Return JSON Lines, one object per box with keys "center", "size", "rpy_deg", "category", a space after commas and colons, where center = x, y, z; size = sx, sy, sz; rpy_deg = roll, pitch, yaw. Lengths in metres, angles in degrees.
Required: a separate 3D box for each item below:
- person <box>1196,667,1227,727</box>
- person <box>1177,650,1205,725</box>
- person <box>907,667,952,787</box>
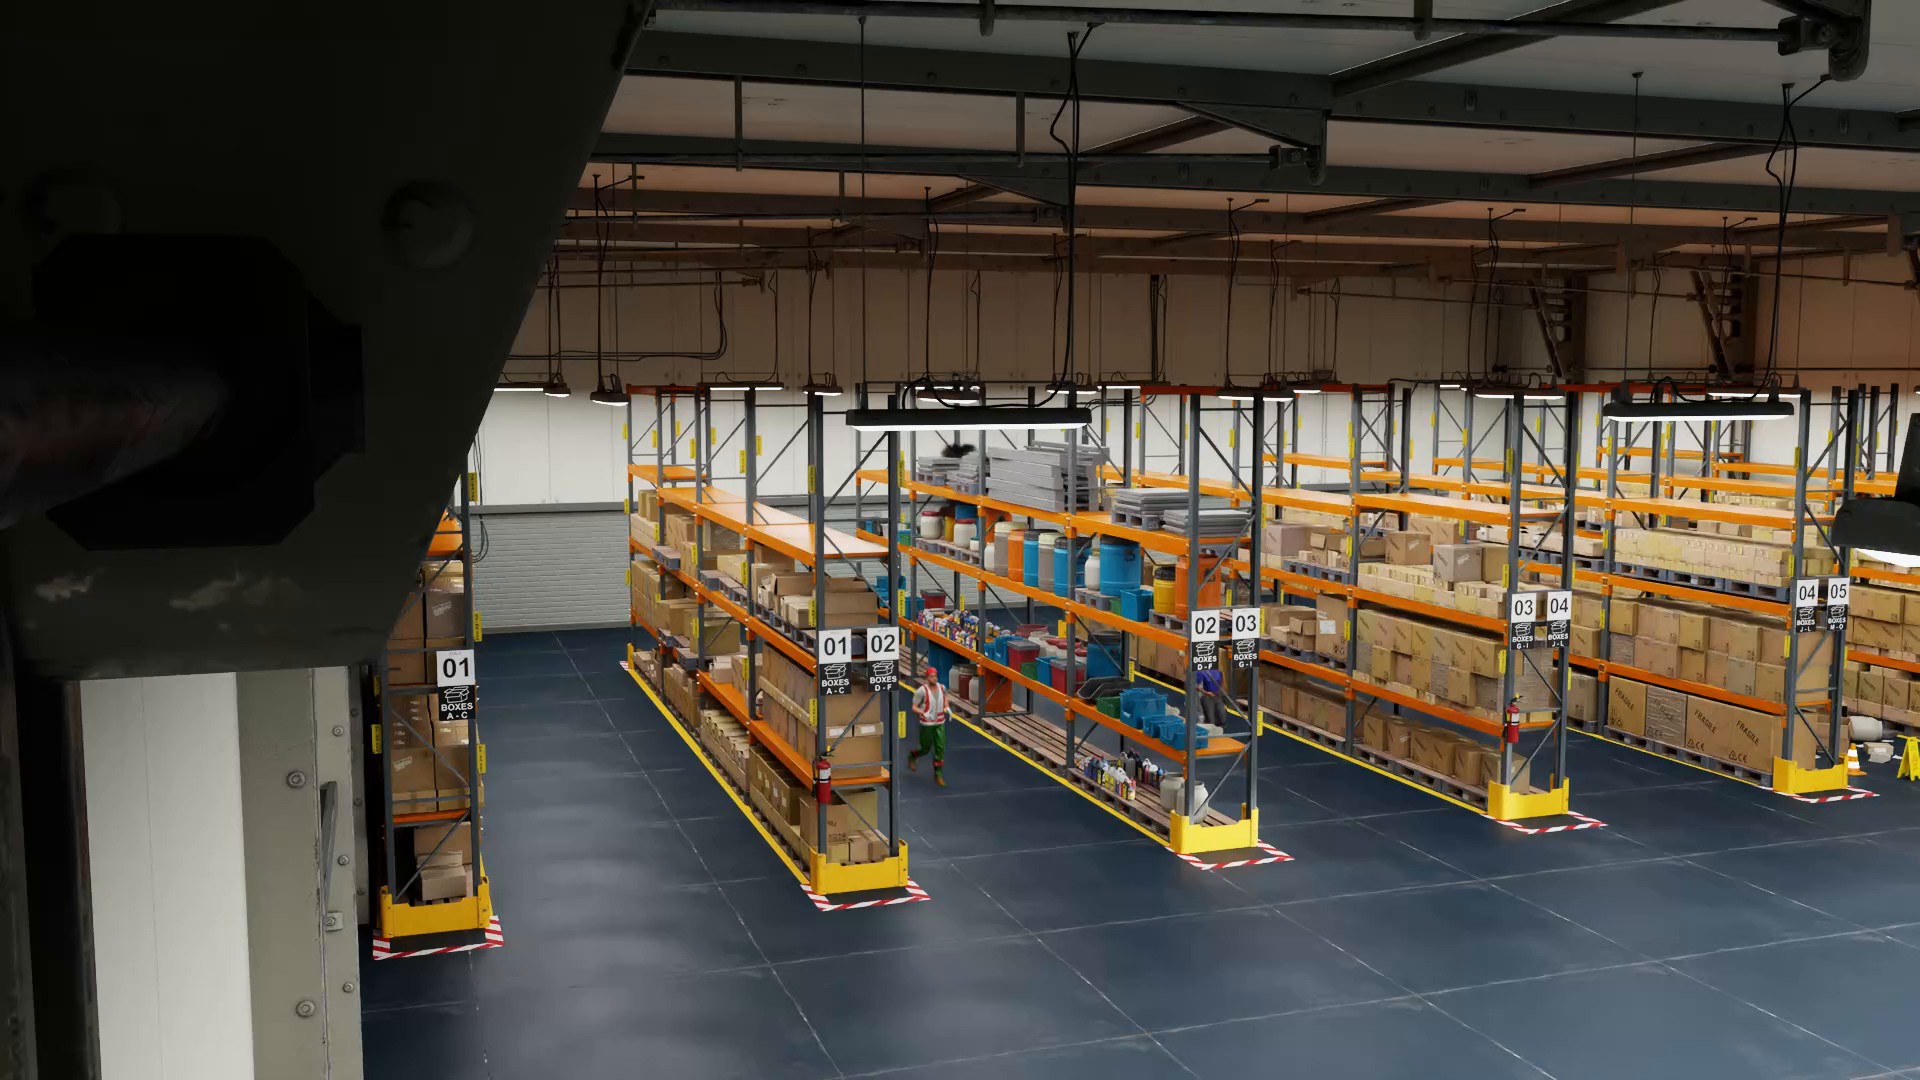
{"center": [4.191, 2.678, 27.725], "size": [0.629, 1.618, 0.539], "rpy_deg": [-3, 7, -26], "category": "person"}
{"center": [4.262, 2.398, 29.714], "size": [0.689, 1.767, 0.852], "rpy_deg": [-1, 6, -14], "category": "person"}
{"center": [-0.437, 2.824, 25.464], "size": [0.667, 1.785, 0.897], "rpy_deg": [-3, 7, -27], "category": "person"}
